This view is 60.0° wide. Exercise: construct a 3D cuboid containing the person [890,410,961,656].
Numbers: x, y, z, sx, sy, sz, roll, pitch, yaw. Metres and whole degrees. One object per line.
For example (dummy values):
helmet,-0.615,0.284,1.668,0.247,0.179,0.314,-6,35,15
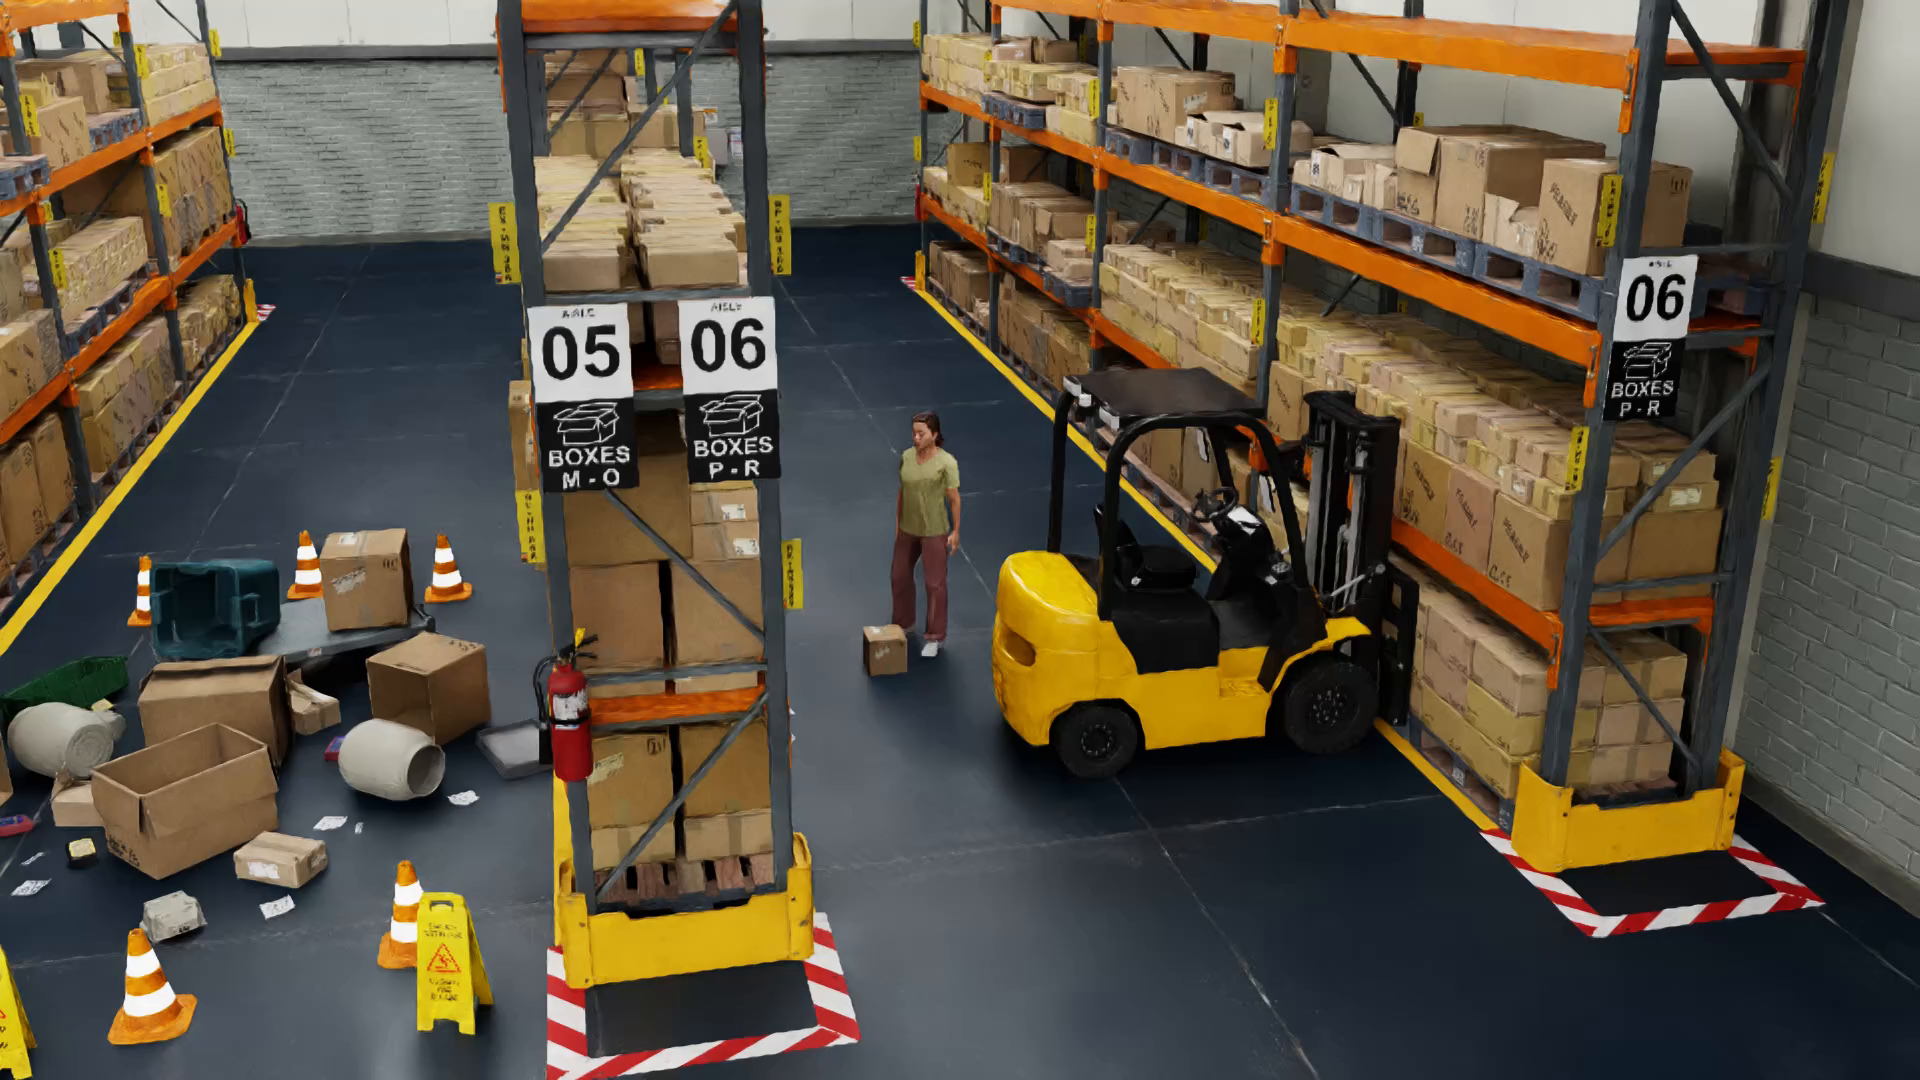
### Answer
person,-0.261,0.021,11.237,0.521,1.594,0.393,10,22,27
